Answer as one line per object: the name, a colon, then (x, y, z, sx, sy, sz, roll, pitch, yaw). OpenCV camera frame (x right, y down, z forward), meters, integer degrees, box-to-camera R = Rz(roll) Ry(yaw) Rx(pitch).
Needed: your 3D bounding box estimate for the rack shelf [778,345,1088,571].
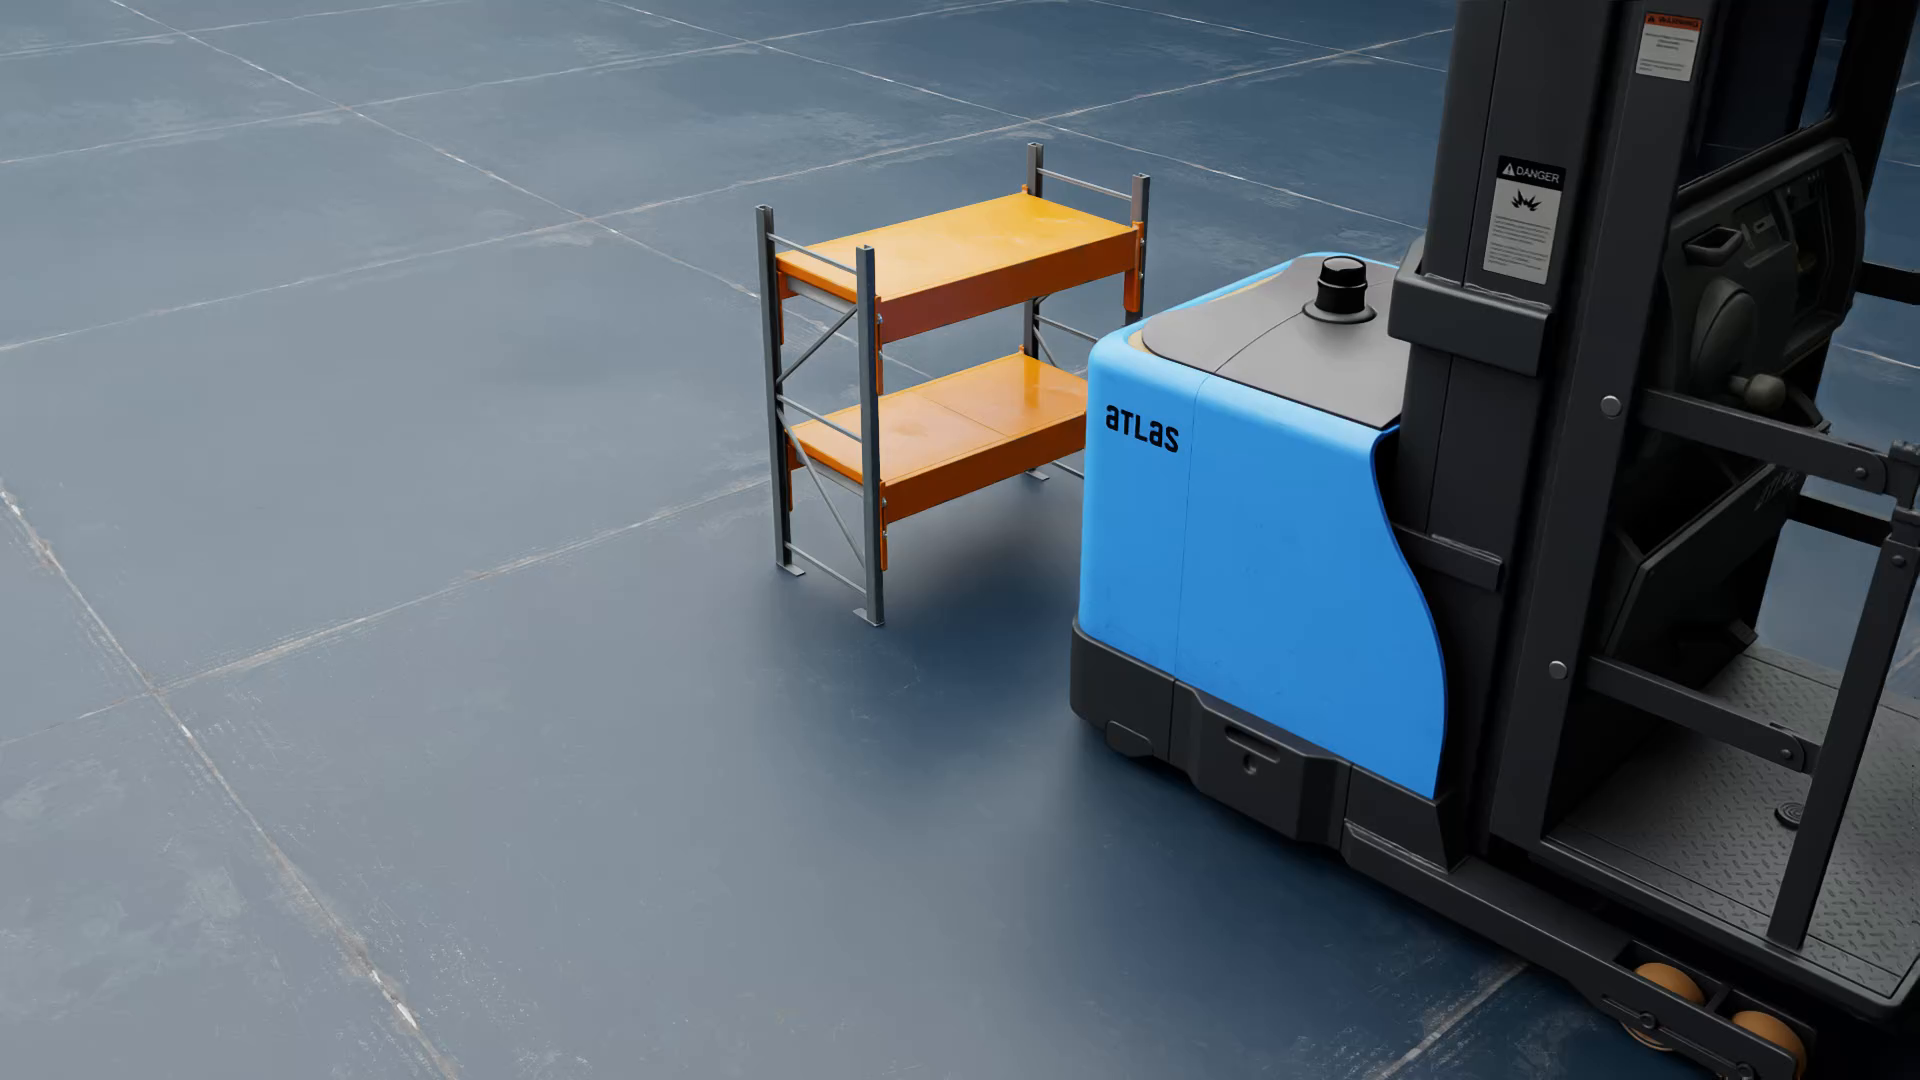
rack shelf: (-0.005, -0.278, 5.096, 1.000, 0.278, 0.538, -22, 35, -35)

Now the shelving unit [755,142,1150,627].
shelving unit: (-0.005, -0.494, 4.981, 1.048, 1.125, 0.538, -22, 35, -35)

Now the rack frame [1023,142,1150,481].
rack frame: (0.382, -0.650, 5.272, 0.032, 1.125, 0.500, -22, 35, -35)

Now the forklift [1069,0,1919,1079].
forklift: (1.690, -0.486, 3.049, 3.031, 2.935, 1.130, 25, 37, 38)

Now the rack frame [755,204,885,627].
rack frame: (-0.392, -0.339, 4.690, 0.032, 1.125, 0.500, -22, 35, -35)

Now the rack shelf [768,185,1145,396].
rack shelf: (-0.005, -0.752, 4.843, 1.000, 0.278, 0.538, -22, 35, -35)
